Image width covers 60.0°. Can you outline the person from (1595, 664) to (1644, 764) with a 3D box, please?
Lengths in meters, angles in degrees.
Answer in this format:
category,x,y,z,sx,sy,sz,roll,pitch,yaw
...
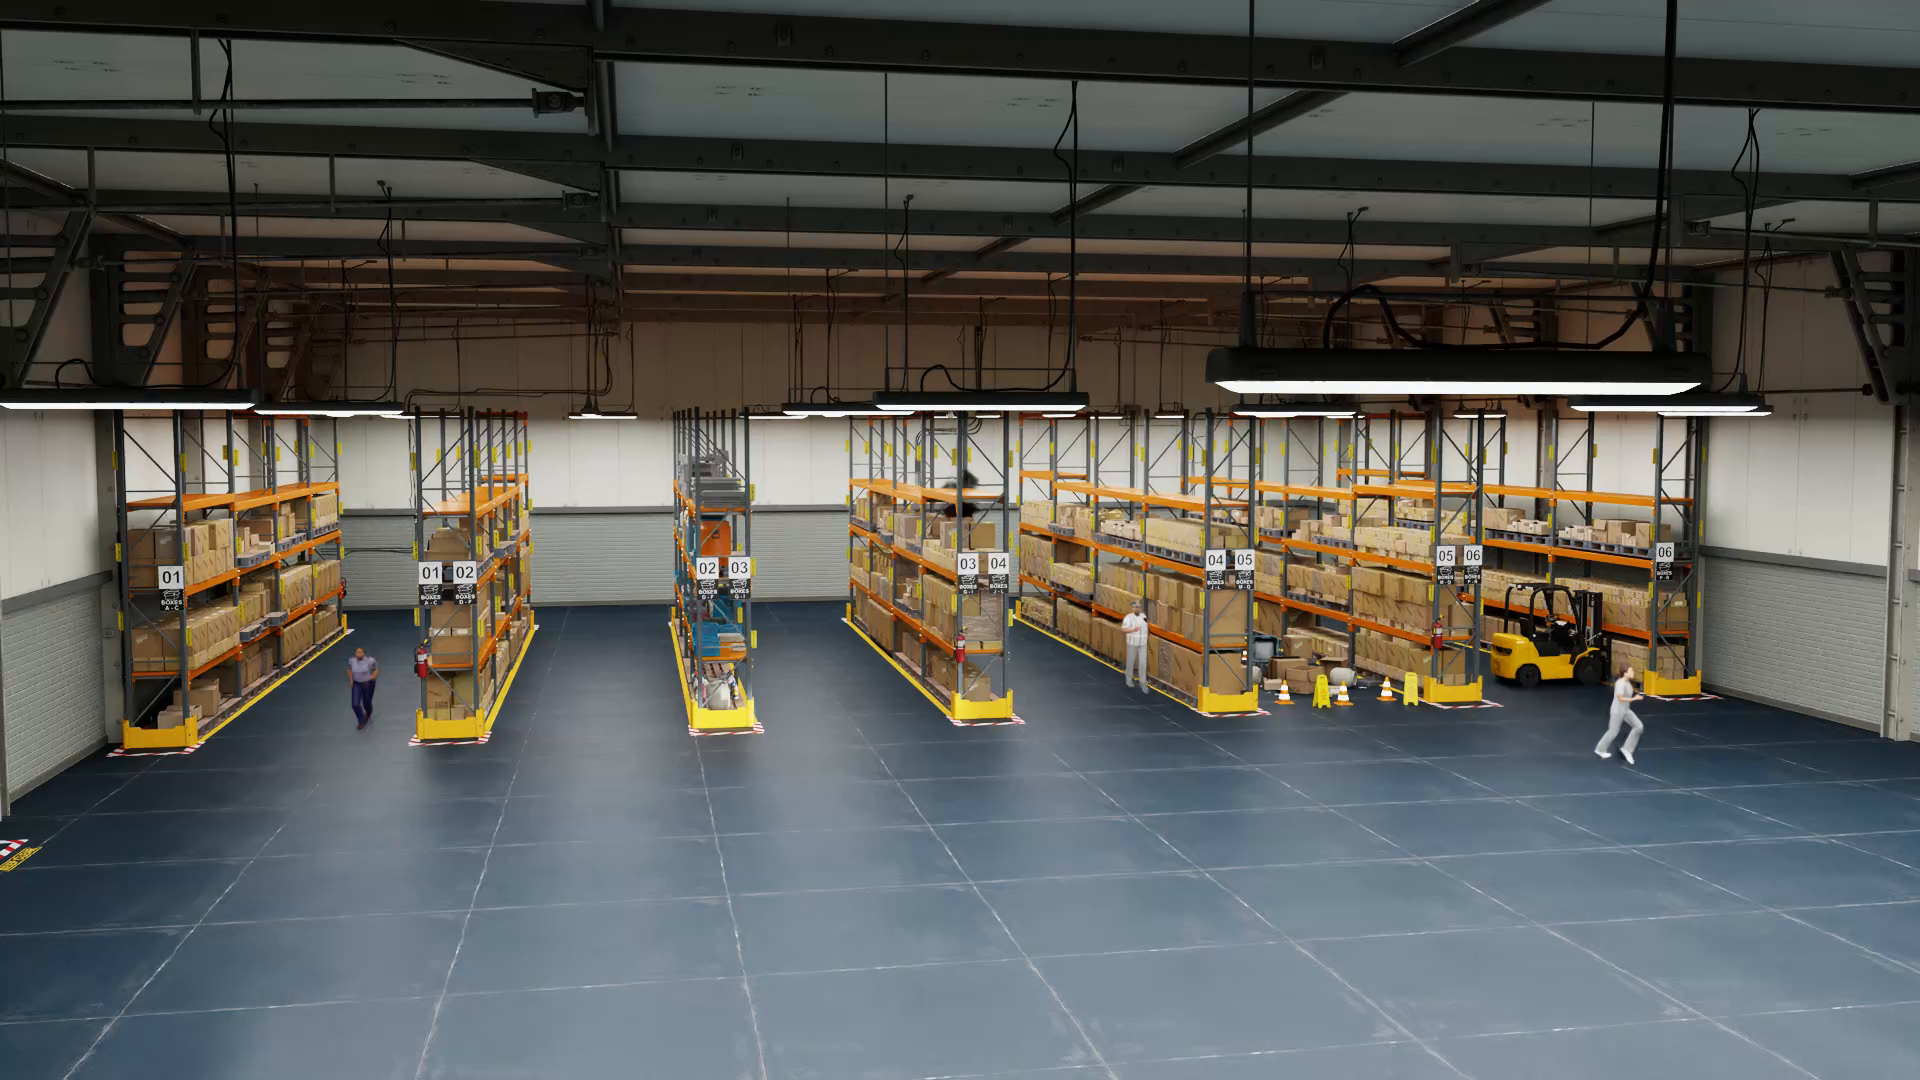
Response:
category,x,y,z,sx,sy,sz,roll,pitch,yaw
person,11.089,2.906,27.949,0.812,1.666,0.588,4,5,41

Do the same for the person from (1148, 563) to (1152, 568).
category,x,y,z,sx,sy,sz,roll,pitch,yaw
person,5.709,1.238,50.775,0.924,1.704,0.659,0,4,0

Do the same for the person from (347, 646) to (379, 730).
category,x,y,z,sx,sy,sz,roll,pitch,yaw
person,-11.175,2.735,31.186,0.580,1.593,0.793,-1,4,-8

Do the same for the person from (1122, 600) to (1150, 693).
category,x,y,z,sx,sy,sz,roll,pitch,yaw
person,3.597,2.147,33.827,0.645,1.863,0.739,-1,4,-14
